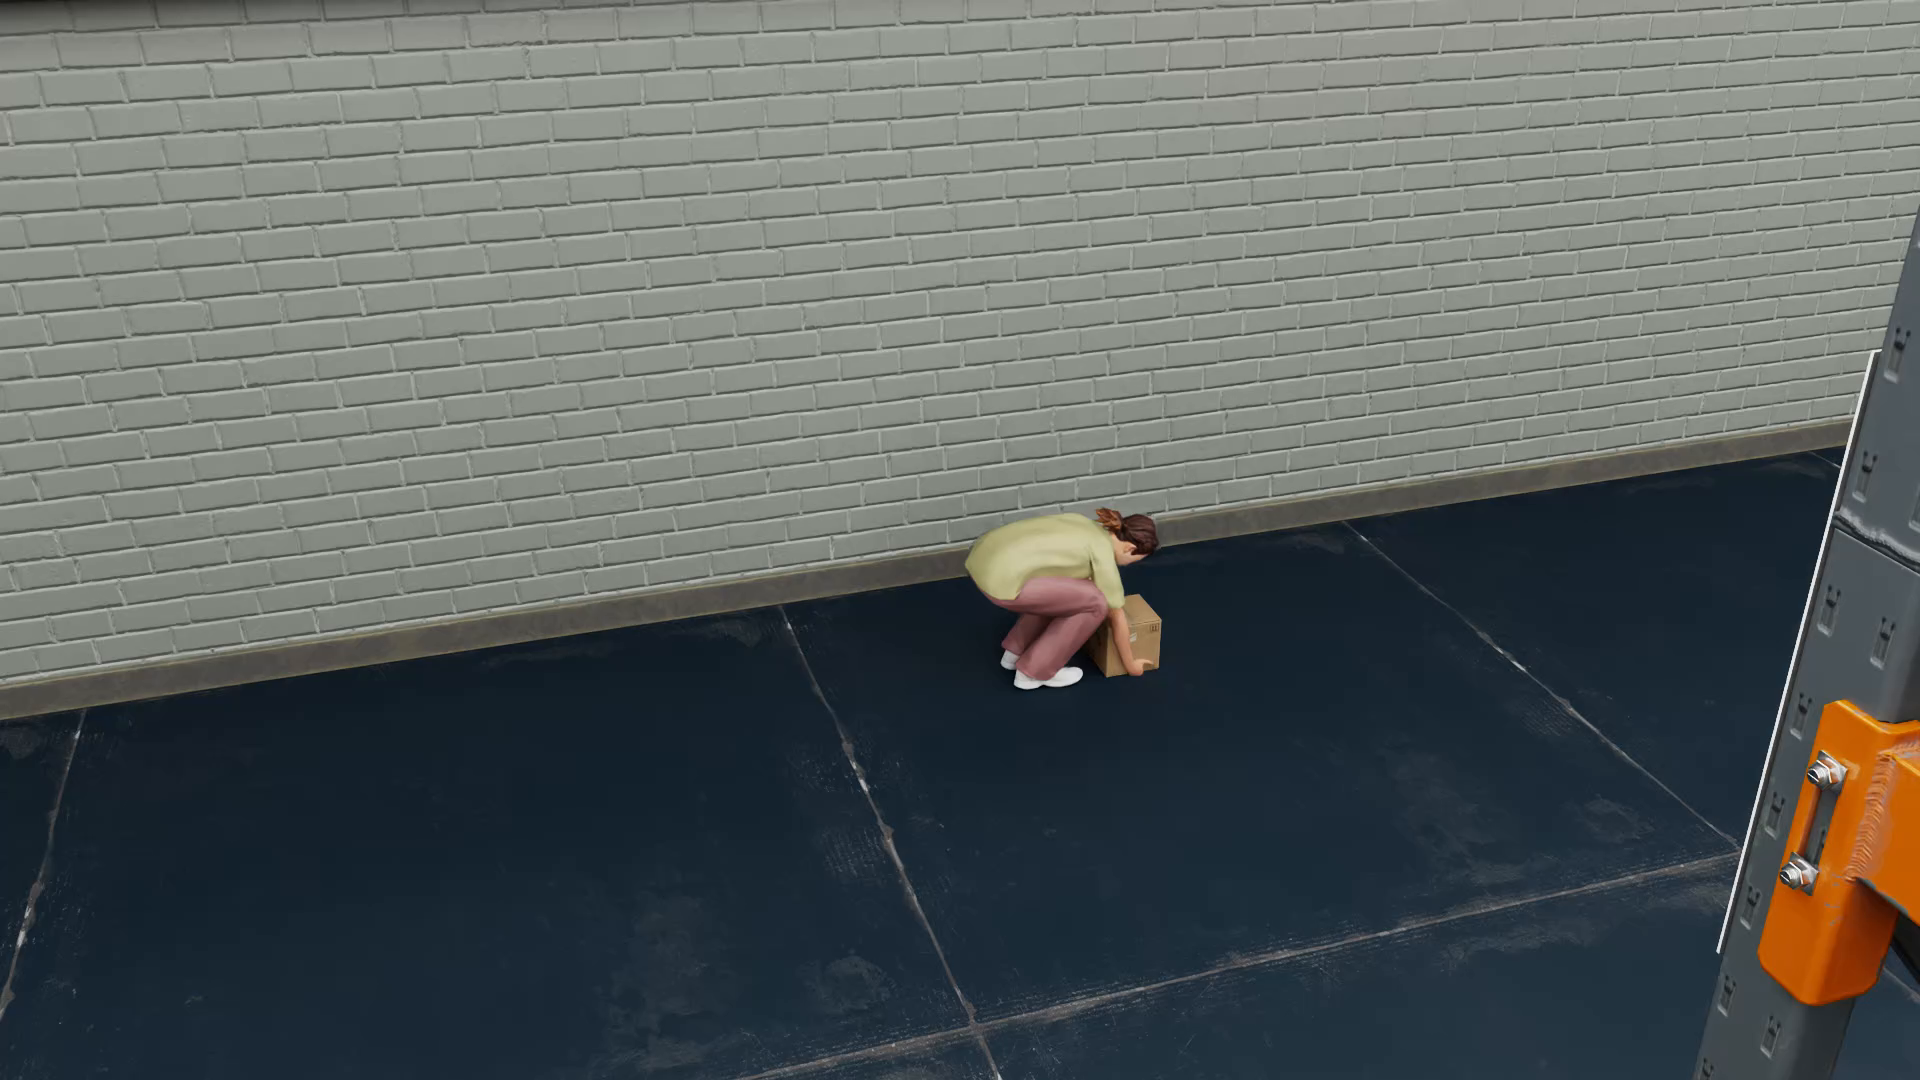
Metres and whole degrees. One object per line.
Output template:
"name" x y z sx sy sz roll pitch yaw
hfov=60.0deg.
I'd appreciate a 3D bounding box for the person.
"person" 0.450 0.246 7.198 0.866 0.747 0.440 -9 28 -17
